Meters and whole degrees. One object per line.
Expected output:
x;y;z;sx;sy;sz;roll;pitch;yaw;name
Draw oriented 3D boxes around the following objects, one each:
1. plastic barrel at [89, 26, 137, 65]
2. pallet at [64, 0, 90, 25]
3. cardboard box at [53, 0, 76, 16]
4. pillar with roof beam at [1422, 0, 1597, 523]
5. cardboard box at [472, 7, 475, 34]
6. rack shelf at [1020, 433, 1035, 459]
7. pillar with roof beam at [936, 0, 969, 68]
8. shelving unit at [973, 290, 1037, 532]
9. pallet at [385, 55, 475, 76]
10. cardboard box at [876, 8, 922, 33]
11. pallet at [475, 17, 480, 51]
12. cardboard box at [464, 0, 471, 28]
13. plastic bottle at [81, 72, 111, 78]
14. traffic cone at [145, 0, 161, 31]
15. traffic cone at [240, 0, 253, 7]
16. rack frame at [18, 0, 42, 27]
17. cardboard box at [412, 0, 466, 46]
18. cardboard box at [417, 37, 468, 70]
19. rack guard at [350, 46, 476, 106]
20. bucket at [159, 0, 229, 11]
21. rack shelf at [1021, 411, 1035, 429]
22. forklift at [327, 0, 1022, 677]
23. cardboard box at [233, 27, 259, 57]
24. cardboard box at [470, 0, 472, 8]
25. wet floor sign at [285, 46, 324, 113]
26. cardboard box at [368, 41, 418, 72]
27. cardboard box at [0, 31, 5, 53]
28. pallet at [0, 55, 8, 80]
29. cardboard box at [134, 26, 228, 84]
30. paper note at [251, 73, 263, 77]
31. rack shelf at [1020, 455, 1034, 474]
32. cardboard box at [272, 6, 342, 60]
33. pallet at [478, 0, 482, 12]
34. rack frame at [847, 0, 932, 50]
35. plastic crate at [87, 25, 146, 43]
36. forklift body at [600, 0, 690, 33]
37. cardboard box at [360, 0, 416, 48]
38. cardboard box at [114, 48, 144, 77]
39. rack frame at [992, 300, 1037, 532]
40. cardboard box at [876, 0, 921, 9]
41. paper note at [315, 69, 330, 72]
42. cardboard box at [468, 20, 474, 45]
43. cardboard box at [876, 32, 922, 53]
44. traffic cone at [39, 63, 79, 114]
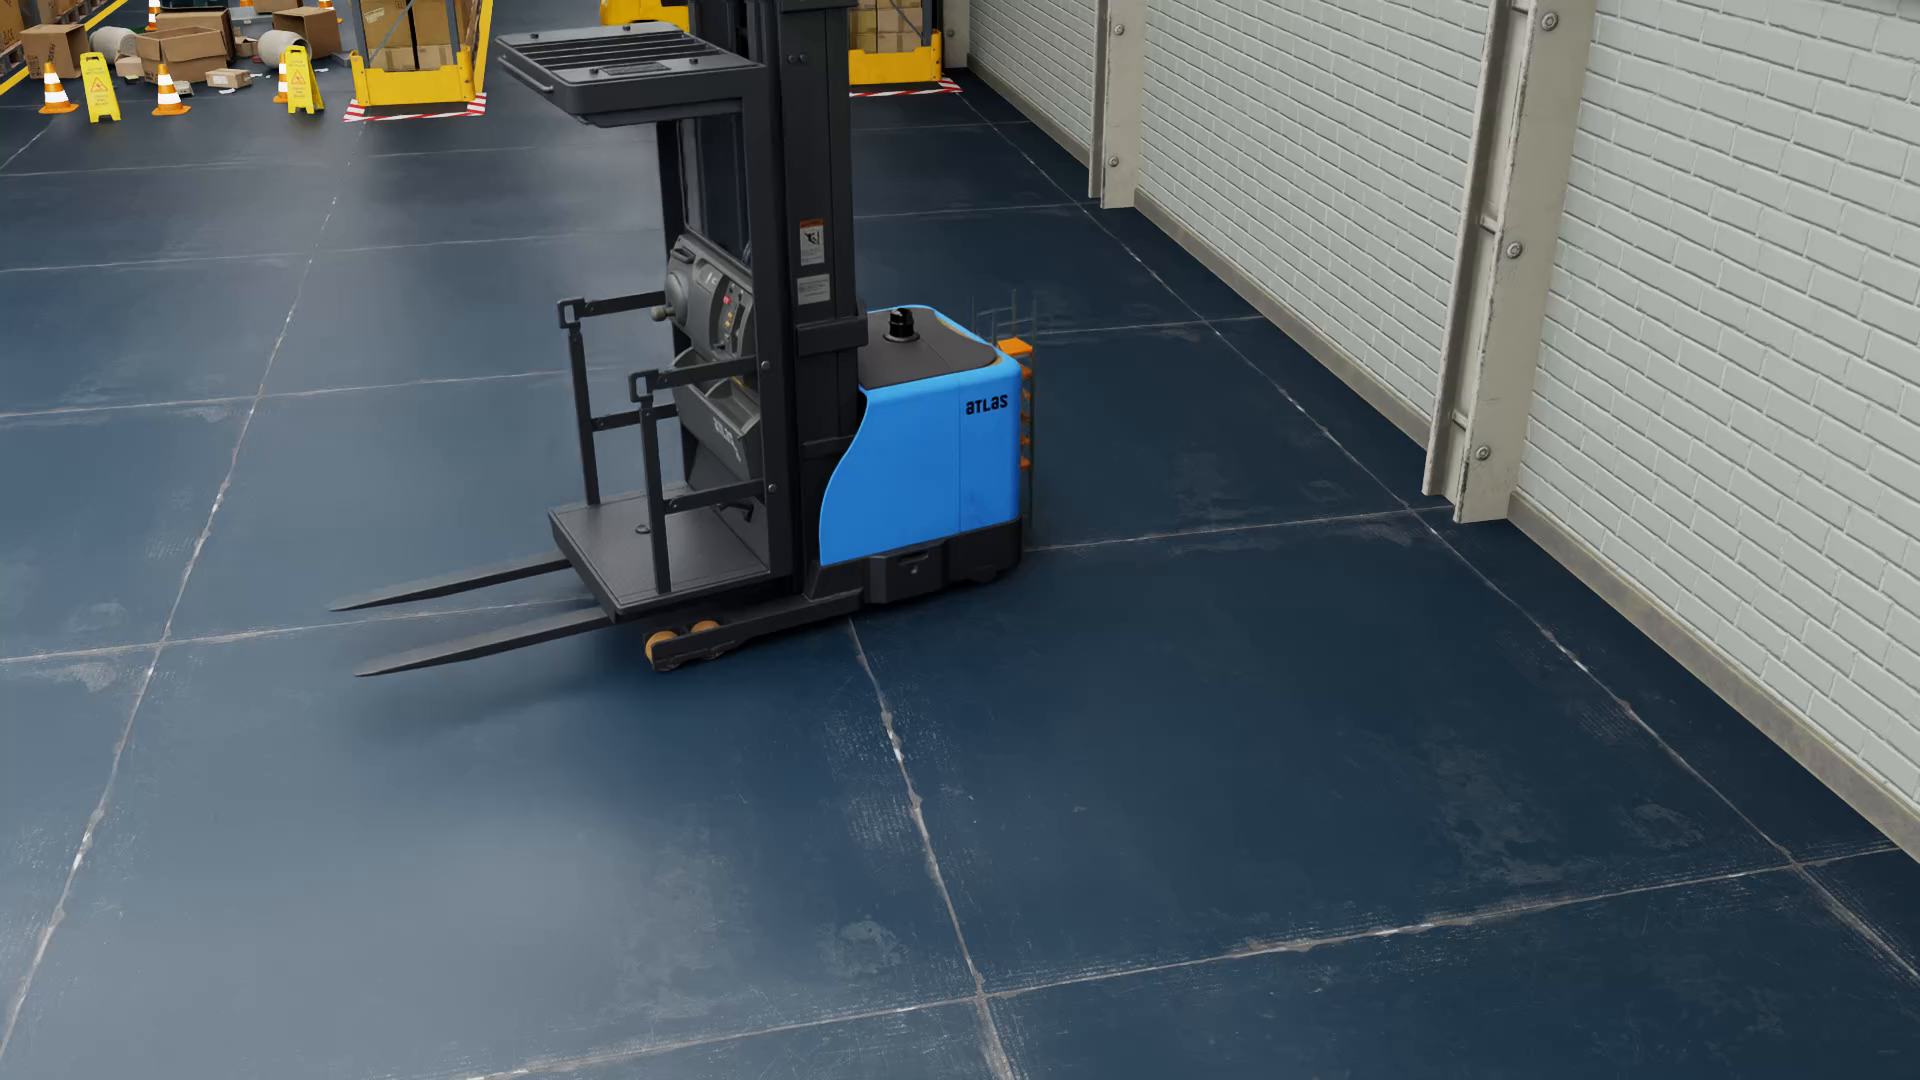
-9.588;-5.607;18.890;0.512;0.421;0.421;13;30;24;plastic barrel
-11.864;-6.723;21.335;1.003;0.211;1.213;-6;27;-12;pallet
-11.779;-6.970;20.761;1.050;0.750;0.750;-6;27;-12;cardboard box
-1.570;-3.767;5.726;9.100;9.000;0.400;-6;27;-12;pillar with roof beam
-6.013;-6.142;19.675;0.500;0.250;0.500;-7;28;-13;cardboard box
0.211;-0.453;8.181;0.258;0.103;0.180;-14;30;-26;rack shelf
-4.274;-9.035;16.163;9.100;9.000;0.400;-6;27;-12;pillar with roof beam
0.211;-0.600;8.107;0.258;1.200;0.189;-14;30;-26;shelving unit
-5.802;-5.039;18.000;1.003;0.211;1.213;-6;27;-12;pallet
-0.705;-5.807;18.457;0.500;0.250;0.500;-5;27;-11;cardboard box
-6.352;-6.111;20.122;1.003;0.211;1.213;-6;27;-12;pallet
-5.782;-6.028;18.617;0.500;0.500;0.500;-5;27;-11;cardboard box
-9.546;-5.142;18.370;0.283;0.061;0.133;-16;31;-29;plastic bottle
-10.169;-6.709;21.029;0.336;0.463;0.334;-6;27;-12;traffic cone
-9.221;-6.942;21.490;0.336;0.463;0.334;-6;27;-12;traffic cone
-11.338;-7.100;18.987;1.000;3.000;0.127;-6;27;-12;rack frame
-5.555;-5.578;17.726;0.500;0.500;0.500;-7;28;-13;cardboard box
-5.549;-5.233;17.874;0.500;0.250;0.500;-6;27;-12;cardboard box
-5.654;-4.808;17.221;1.175;0.500;0.348;-6;27;-12;rack guard
-9.061;-6.491;19.728;0.726;0.611;0.620;3;17;6;bucket
0.211;-0.560;8.127;0.258;0.103;0.180;-14;30;-26;rack shelf
-1.252;-1.020;7.019;3.031;2.935;1.130;-14;30;-25;forklift
-8.445;-5.851;19.547;0.396;0.266;0.258;19;32;32;cardboard box
-6.027;-6.486;19.524;0.500;0.500;0.500;-5;27;-11;cardboard box
-6.636;-4.648;16.742;0.267;0.644;0.232;3;27;6;wet floor sign
-6.086;-5.189;17.787;0.500;0.250;0.500;-6;27;-12;cardboard box
-11.057;-5.660;18.027;0.875;0.875;0.875;-6;27;-11;cardboard box
-10.964;-4.976;17.875;1.003;0.211;1.213;-6;27;-12;pallet
-8.499;-5.290;18.173;0.637;0.503;0.797;19;32;32;cardboard box
-7.834;-5.161;18.454;0.148;0.019;0.142;3;27;6;paper note
0.211;-0.346;8.235;0.258;0.103;0.180;-14;30;-26;rack shelf
-7.622;-5.923;19.428;0.500;0.500;0.500;13;30;24;cardboard box
-6.993;-7.280;22.439;1.003;0.211;1.213;-6;27;-12;pallet
-0.801;-6.396;17.594;1.000;3.000;0.127;-6;27;-12;rack frame
-10.022;-5.927;19.720;0.450;0.188;0.662;-2;25;20;plastic crate
-3.006;-6.665;19.067;2.313;2.155;1.214;-6;27;-12;forklift body
-6.071;-5.511;17.592;0.500;0.500;0.500;-6;27;-11;cardboard box
-9.156;-5.312;18.479;0.396;0.266;0.258;-1;27;-3;cardboard box
0.257;-0.564;8.036;0.240;1.200;0.006;-14;30;-26;rack frame
-0.725;-6.033;18.350;0.500;0.250;0.500;-6;27;-12;cardboard box
-7.173;-5.289;18.694;0.142;0.019;0.148;-16;31;-29;paper note
-5.792;-5.696;18.792;0.500;0.250;0.500;-4;27;-8;cardboard box
-0.722;-5.592;18.585;0.500;0.250;0.500;-6;27;-11;cardboard box
-9.173;-4.589;16.827;0.336;0.463;0.334;-6;27;-12;traffic cone
